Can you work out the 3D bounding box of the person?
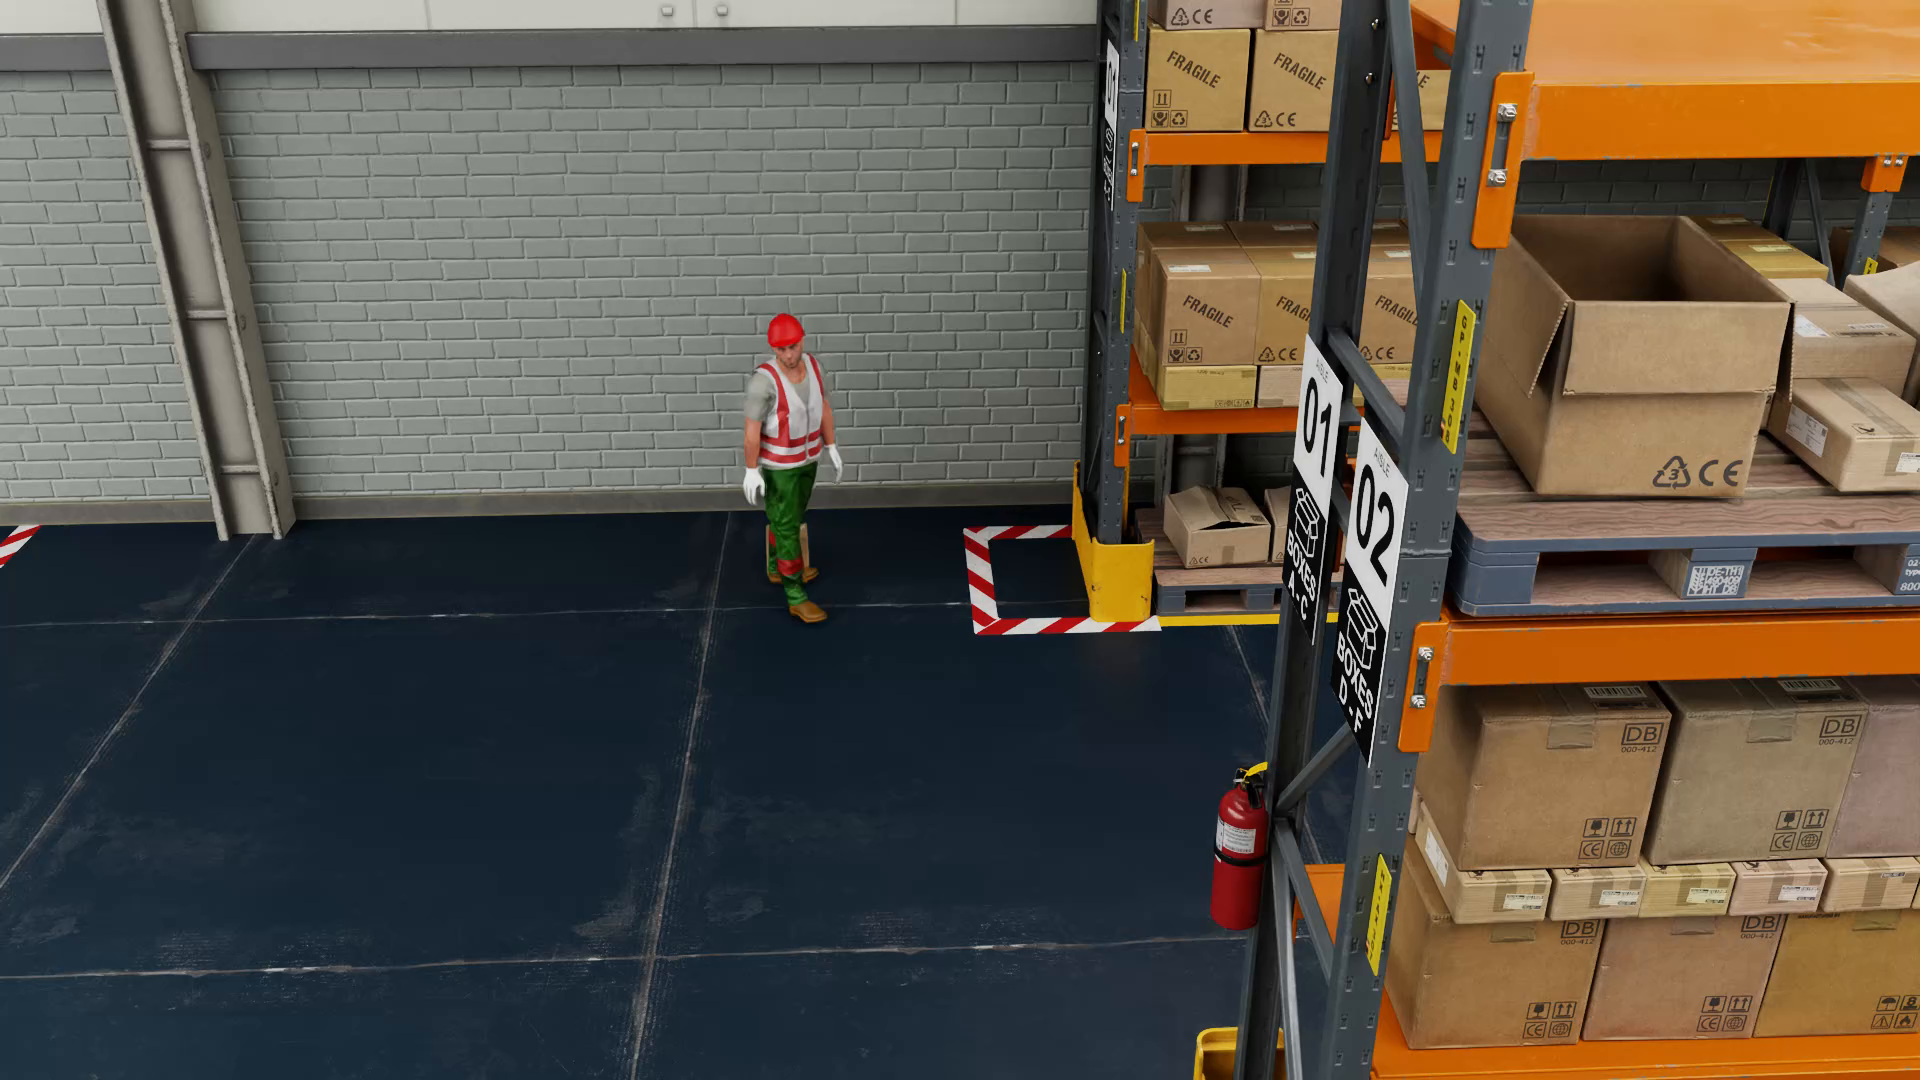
[{"bbox_3d":[-0.947,-0.425,9.380,0.655,1.783,0.614,20,33,33],"label":"person"}]
